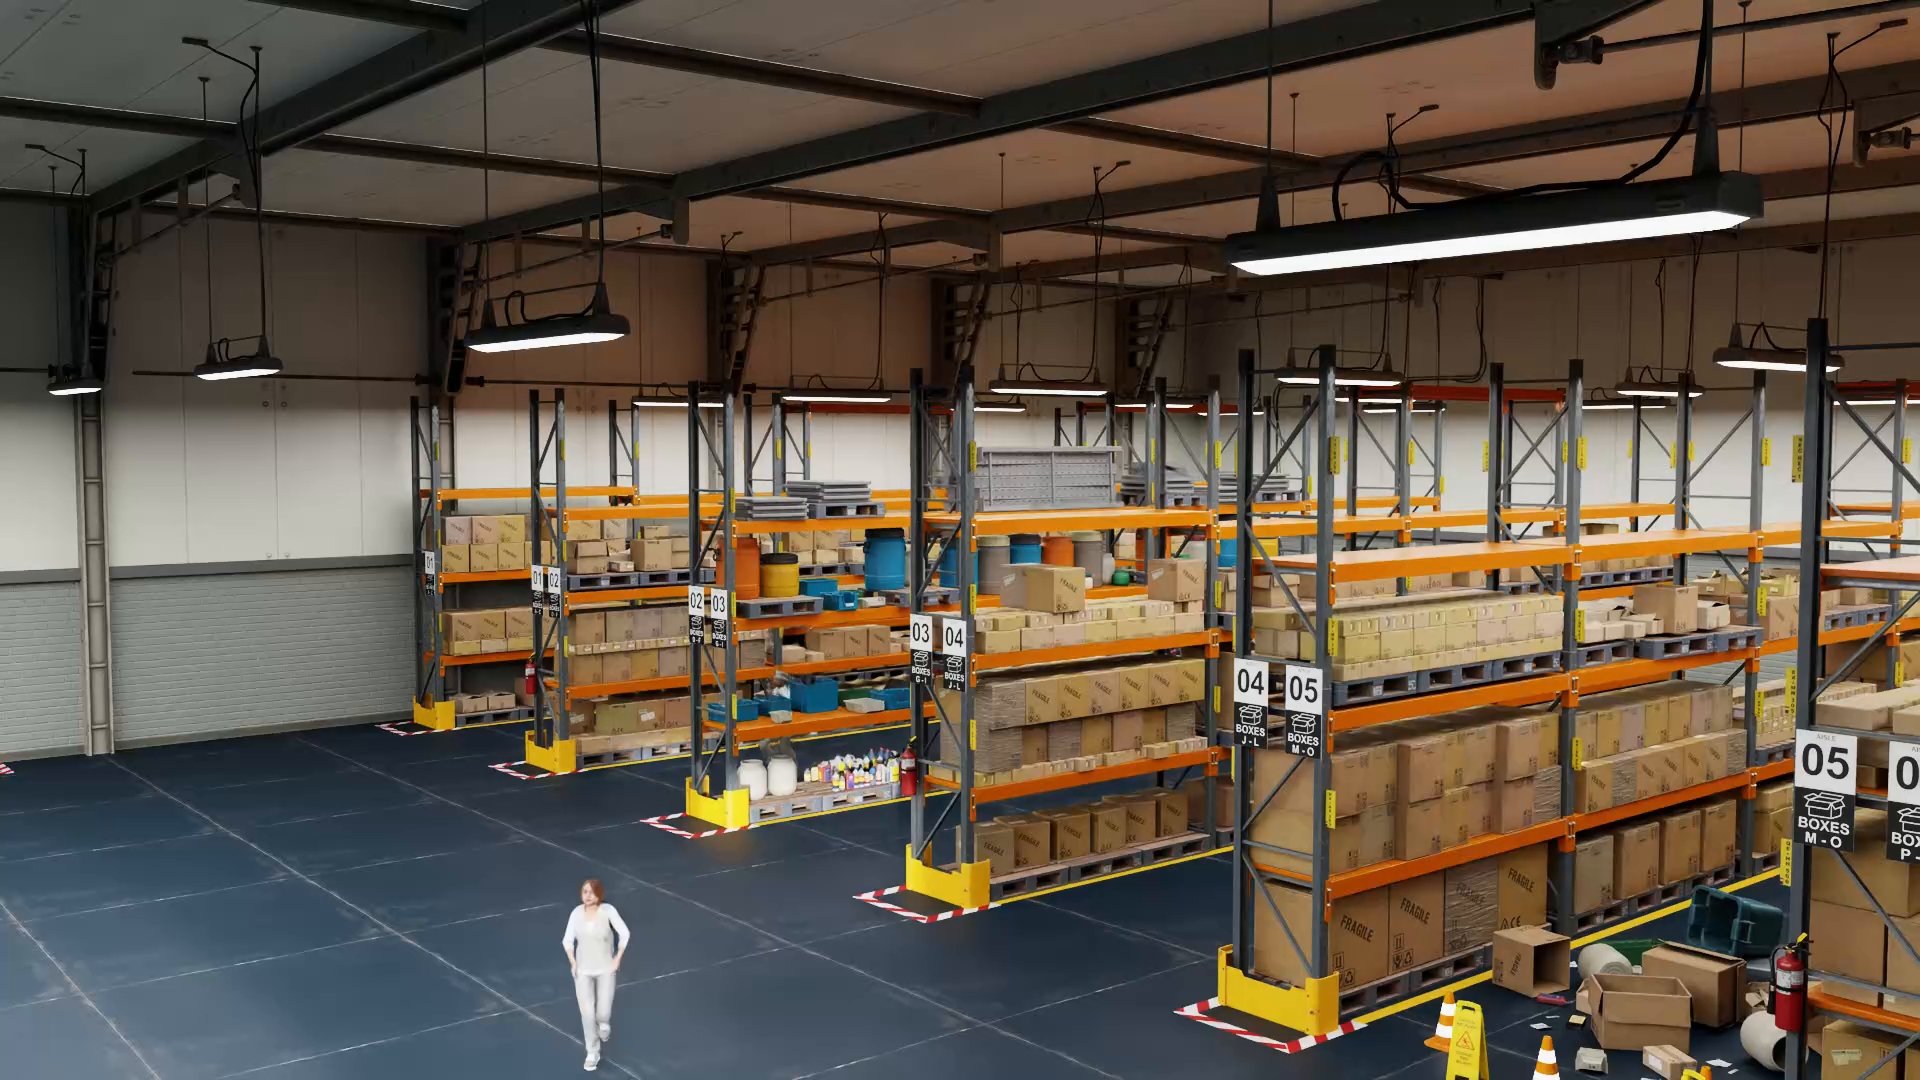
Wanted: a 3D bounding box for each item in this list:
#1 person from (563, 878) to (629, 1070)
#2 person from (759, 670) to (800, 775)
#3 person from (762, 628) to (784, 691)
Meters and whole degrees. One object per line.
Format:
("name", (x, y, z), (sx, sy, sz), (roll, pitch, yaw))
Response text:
("person", (-3.027, 3.580, 13.826), (0.544, 1.567, 0.535), (0, 3, -3))
("person", (-2.772, 2.831, 25.342), (0.689, 1.724, 0.548), (-3, 5, -42))
("person", (-3.786, 2.145, 31.626), (0.645, 1.810, 0.705), (3, 4, 41))
